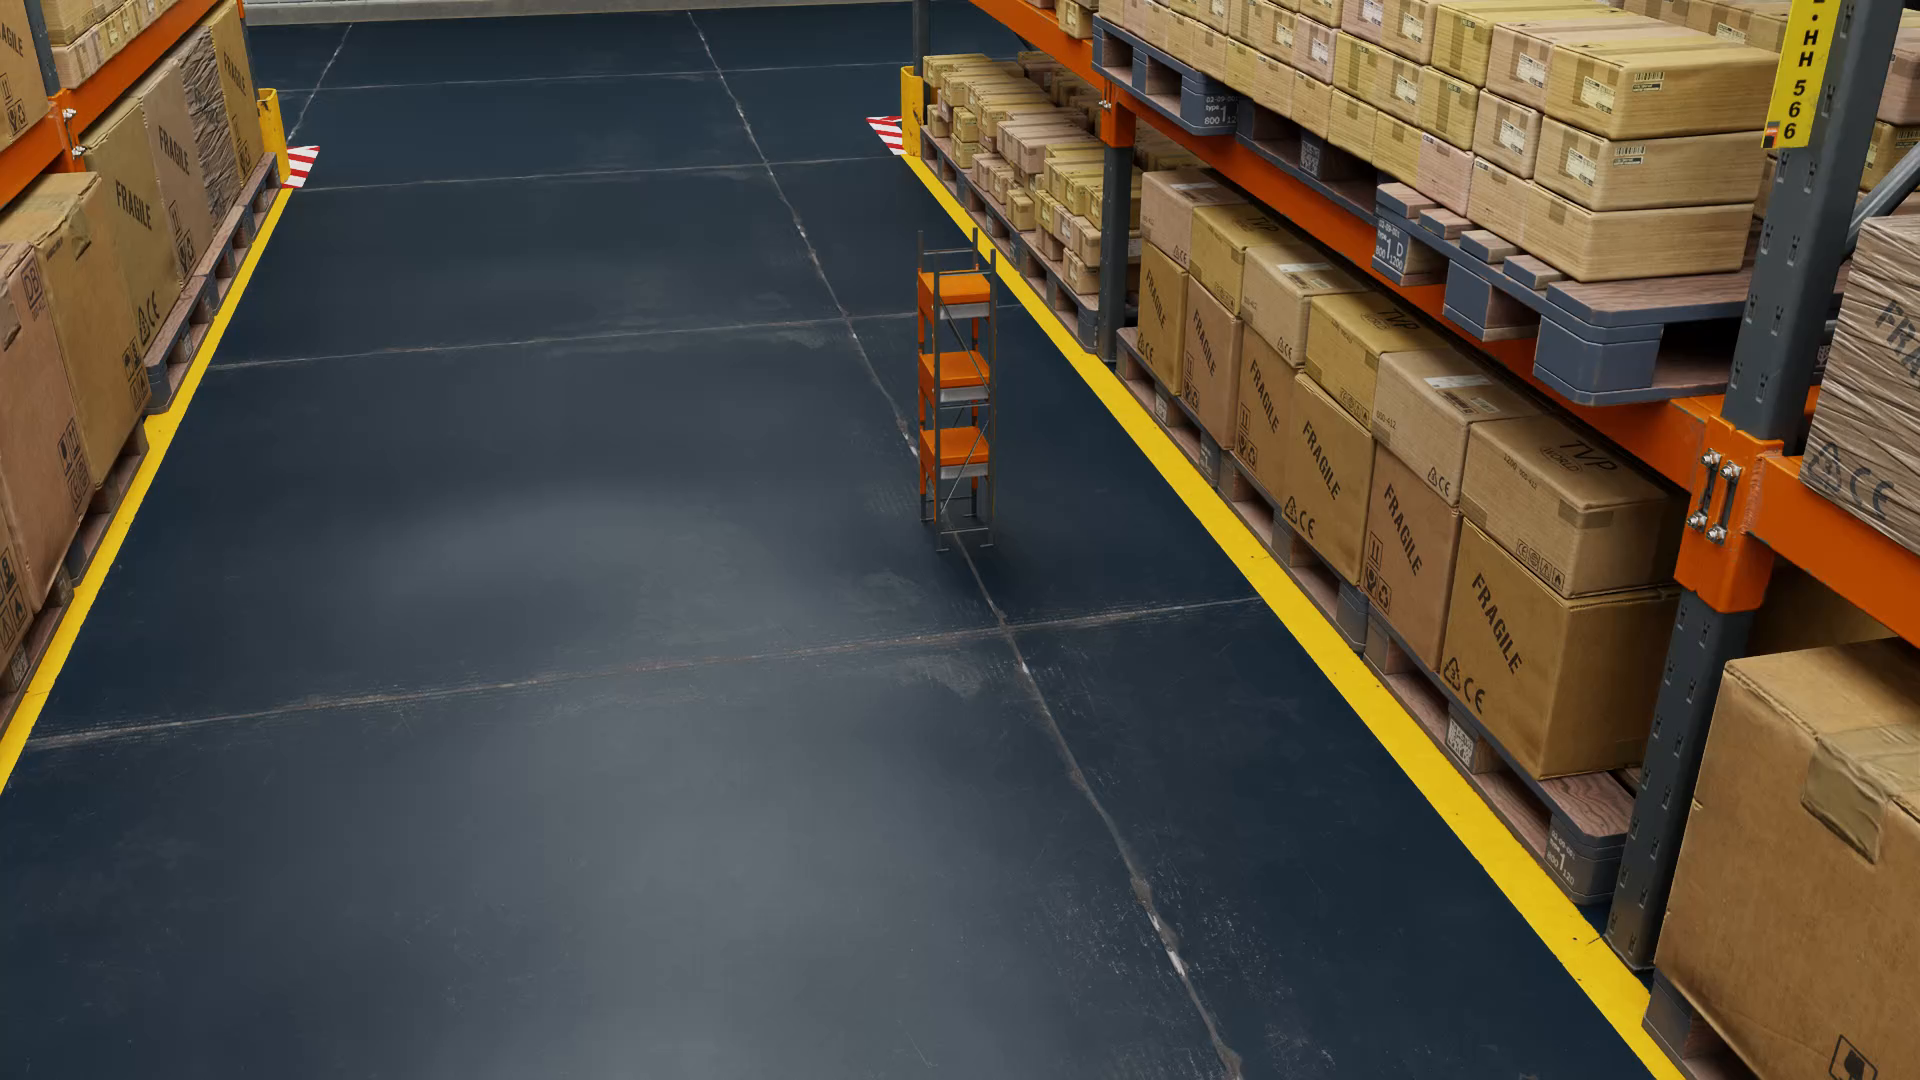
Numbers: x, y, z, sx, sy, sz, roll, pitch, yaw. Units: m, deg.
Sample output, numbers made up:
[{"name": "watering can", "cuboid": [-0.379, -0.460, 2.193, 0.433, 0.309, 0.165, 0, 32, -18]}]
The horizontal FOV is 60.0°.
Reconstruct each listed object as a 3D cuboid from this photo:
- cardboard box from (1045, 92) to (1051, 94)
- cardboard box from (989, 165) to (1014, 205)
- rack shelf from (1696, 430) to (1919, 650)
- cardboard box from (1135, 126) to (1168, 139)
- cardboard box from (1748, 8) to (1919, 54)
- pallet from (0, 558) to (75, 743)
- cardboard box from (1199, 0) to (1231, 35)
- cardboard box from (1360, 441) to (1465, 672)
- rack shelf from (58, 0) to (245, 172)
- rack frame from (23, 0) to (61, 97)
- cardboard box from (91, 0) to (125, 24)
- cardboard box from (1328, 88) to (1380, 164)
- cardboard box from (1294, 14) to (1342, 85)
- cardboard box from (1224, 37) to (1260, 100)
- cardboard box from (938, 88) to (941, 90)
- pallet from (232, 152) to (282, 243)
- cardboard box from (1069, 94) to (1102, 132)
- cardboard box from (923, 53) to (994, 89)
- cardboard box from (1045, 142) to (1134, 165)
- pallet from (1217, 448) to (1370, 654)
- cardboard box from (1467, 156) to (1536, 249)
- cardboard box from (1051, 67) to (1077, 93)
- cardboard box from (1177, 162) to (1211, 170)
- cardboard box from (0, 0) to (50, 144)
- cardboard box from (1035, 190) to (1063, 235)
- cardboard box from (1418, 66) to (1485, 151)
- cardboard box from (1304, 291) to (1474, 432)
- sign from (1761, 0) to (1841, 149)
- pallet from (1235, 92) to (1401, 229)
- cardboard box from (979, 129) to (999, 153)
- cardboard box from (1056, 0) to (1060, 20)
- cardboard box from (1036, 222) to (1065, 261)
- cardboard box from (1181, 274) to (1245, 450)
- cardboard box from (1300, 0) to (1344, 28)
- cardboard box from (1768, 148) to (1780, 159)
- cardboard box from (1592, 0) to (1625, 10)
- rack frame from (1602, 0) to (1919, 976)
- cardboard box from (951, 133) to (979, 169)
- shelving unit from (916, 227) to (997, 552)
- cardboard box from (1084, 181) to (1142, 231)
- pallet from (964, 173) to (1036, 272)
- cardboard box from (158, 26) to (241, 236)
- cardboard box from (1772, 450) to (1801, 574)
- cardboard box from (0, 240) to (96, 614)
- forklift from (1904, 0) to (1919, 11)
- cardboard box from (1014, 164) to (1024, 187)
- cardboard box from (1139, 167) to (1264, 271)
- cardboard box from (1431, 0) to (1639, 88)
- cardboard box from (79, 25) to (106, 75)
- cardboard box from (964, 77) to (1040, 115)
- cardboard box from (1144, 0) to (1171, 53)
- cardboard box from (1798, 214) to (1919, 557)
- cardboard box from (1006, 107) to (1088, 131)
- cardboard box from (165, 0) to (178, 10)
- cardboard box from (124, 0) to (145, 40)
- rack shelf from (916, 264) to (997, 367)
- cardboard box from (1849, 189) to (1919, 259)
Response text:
[{"name": "cardboard box", "cuboid": [0.606, -2.663, 10.064, 0.380, 0.149, 0.250, -7, 28, -13]}, {"name": "cardboard box", "cuboid": [0.370, -1.913, 8.908, 0.380, 0.149, 0.250, -6, 27, -12]}, {"name": "rack shelf", "cuboid": [2.456, 0.773, 1.688, 1.077, 0.370, 4.000, -6, 27, -12]}, {"name": "cardboard box", "cuboid": [1.060, -2.000, 8.421, 0.380, 0.149, 0.250, -5, 27, -10]}, {"name": "cardboard box", "cuboid": [2.027, -1.107, 3.767, 0.380, 0.149, 0.250, -7, 28, -13]}, {"name": "pallet", "cuboid": [-3.226, 0.390, 4.743, 1.003, 0.211, 1.213, -6, 27, -12]}, {"name": "cardboard box", "cuboid": [0.986, -1.711, 5.294, 0.380, 0.149, 0.250, -5, 27, -10]}, {"name": "cardboard box", "cuboid": [1.489, 0.012, 4.706, 0.500, 0.500, 0.500, -5, 27, -10]}, {"name": "rack shelf", "cuboid": [-4.202, -2.280, 7.736, 1.077, 0.370, 4.000, -6, 27, -12]}, {"name": "rack frame", "cuboid": [-3.751, -1.723, 5.834, 1.000, 3.000, 0.127, -6, 27, -12]}, {"name": "cardboard box", "cuboid": [-3.709, -2.240, 6.696, 0.500, 0.250, 0.500, -6, 27, -12]}, {"name": "cardboard box", "cuboid": [1.219, -1.121, 4.455, 0.380, 0.149, 0.250, -7, 28, -14]}, {"name": "cardboard box", "cuboid": [1.158, -1.371, 4.620, 0.380, 0.149, 0.250, -5, 27, -10]}, {"name": "cardboard box", "cuboid": [1.044, -1.465, 5.136, 0.380, 0.149, 0.250, -6, 27, -13]}, {"name": "cardboard box", "cuboid": [0.070, -2.730, 10.197, 0.380, 0.149, 0.250, -5, 27, -9]}, {"name": "pallet", "cuboid": [-4.396, -1.891, 9.262, 1.003, 0.211, 1.213, -6, 27, -12]}, {"name": "cardboard box", "cuboid": [0.814, -2.335, 9.086, 0.380, 0.149, 0.250, -7, 28, -13]}, {"name": "cardboard box", "cuboid": [-0.010, -2.854, 10.113, 0.380, 0.149, 0.250, -7, 28, -14]}, {"name": "cardboard box", "cuboid": [0.628, -1.831, 8.086, 0.380, 0.149, 0.250, -5, 27, -10]}, {"name": "pallet", "cuboid": [1.559, -0.059, 5.633, 1.003, 0.211, 1.213, -6, 27, -12]}, {"name": "cardboard box", "cuboid": [1.392, -0.780, 3.780, 0.380, 0.149, 0.250, -6, 27, -12]}, {"name": "cardboard box", "cuboid": [0.751, -2.695, 9.798, 0.380, 0.149, 0.250, -7, 28, -13]}, {"name": "cardboard box", "cuboid": [1.224, -1.662, 7.751, 0.380, 0.149, 0.250, -5, 27, -9]}, {"name": "cardboard box", "cuboid": [-3.380, -1.590, 5.460, 0.500, 0.500, 0.500, -6, 27, -11]}, {"name": "cardboard box", "cuboid": [0.573, -1.569, 7.897, 0.380, 0.149, 0.250, -7, 28, -13]}, {"name": "cardboard box", "cuboid": [1.327, -1.037, 3.958, 0.380, 0.149, 0.250, -5, 27, -10]}, {"name": "cardboard box", "cuboid": [1.372, -0.551, 4.989, 0.500, 0.250, 0.500, -5, 27, -10]}, {"name": "sign", "cuboid": [1.479, -0.848, 2.905, 0.100, 0.325, 0.005, -6, 27, -12]}, {"name": "pallet", "cuboid": [1.519, -1.205, 5.022, 1.003, 0.211, 1.213, -6, 27, -12]}, {"name": "cardboard box", "cuboid": [0.323, -2.275, 9.295, 0.380, 0.149, 0.250, -7, 28, -14]}, {"name": "cardboard box", "cuboid": [0.645, -2.397, 7.449, 0.380, 0.149, 0.250, -5, 27, -10]}, {"name": "cardboard box", "cuboid": [0.584, -1.466, 8.024, 0.380, 0.149, 0.250, -7, 28, -13]}, {"name": "cardboard box", "cuboid": [1.133, -0.670, 6.057, 0.500, 0.500, 0.500, -5, 27, -9]}, {"name": "cardboard box", "cuboid": [1.159, -1.503, 4.552, 0.380, 0.149, 0.250, -5, 27, -9]}, {"name": "cardboard box", "cuboid": [2.029, -0.986, 3.856, 0.380, 0.149, 0.250, -5, 27, -9]}, {"name": "cardboard box", "cuboid": [1.854, -1.450, 4.447, 0.380, 0.149, 0.250, -5, 27, -9]}, {"name": "rack frame", "cuboid": [2.005, -0.426, 3.265, 1.000, 3.000, 0.127, -6, 27, -12]}, {"name": "cardboard box", "cuboid": [0.161, -2.252, 9.581, 0.380, 0.149, 0.250, -6, 27, -11]}, {"name": "shelving unit", "cuboid": [-0.012, -0.492, 5.560, 0.215, 1.050, 0.252, -6, 27, -12]}, {"name": "cardboard box", "cuboid": [0.770, -1.492, 7.415, 0.380, 0.149, 0.250, -5, 27, -10]}, {"name": "pallet", "cuboid": [0.640, -1.765, 9.013, 1.003, 0.211, 1.213, -6, 27, -12]}, {"name": "cardboard box", "cuboid": [-4.225, -2.045, 8.365, 0.875, 0.875, 0.875, -6, 27, -12]}, {"name": "cardboard box", "cuboid": [2.086, -0.160, 4.213, 0.500, 0.250, 0.500, -7, 28, -14]}, {"name": "cardboard box", "cuboid": [-3.385, -0.291, 4.889, 1.225, 0.875, 0.875, -7, 28, -13]}, {"name": "forklift", "cuboid": [3.291, -1.054, 4.584, 1.130, 2.935, 3.031, -6, 27, -11]}, {"name": "cardboard box", "cuboid": [0.494, -1.919, 8.590, 0.380, 0.149, 0.250, -7, 28, -14]}, {"name": "cardboard box", "cuboid": [1.013, -1.237, 6.348, 0.500, 0.250, 0.500, -7, 28, -14]}, {"name": "cardboard box", "cuboid": [1.335, -1.161, 3.874, 0.380, 0.149, 0.250, -5, 27, -10]}, {"name": "cardboard box", "cuboid": [-3.553, -1.890, 6.444, 0.380, 0.149, 0.250, -7, 28, -13]}, {"name": "cardboard box", "cuboid": [0.237, -2.521, 9.453, 0.380, 0.149, 0.250, -7, 28, -14]}, {"name": "cardboard box", "cuboid": [0.865, -1.807, 5.813, 0.380, 0.149, 0.250, -6, 27, -11]}, {"name": "cardboard box", "cuboid": [1.843, -0.246, 2.798, 0.500, 0.500, 0.500, -6, 27, -11]}, {"name": "cardboard box", "cuboid": [0.455, -2.178, 8.773, 0.380, 0.149, 0.250, -6, 27, -11]}, {"name": "cardboard box", "cuboid": [-3.907, -2.573, 7.797, 0.380, 0.149, 0.250, -5, 27, -11]}, {"name": "cardboard box", "cuboid": [-3.732, -2.233, 7.123, 0.380, 0.149, 0.250, -6, 27, -12]}, {"name": "rack shelf", "cuboid": [-0.012, -0.736, 5.437, 0.215, 0.259, 0.240, -6, 27, -12]}, {"name": "cardboard box", "cuboid": [2.101, -0.718, 3.657, 0.380, 0.149, 0.250, -6, 27, -12]}]
